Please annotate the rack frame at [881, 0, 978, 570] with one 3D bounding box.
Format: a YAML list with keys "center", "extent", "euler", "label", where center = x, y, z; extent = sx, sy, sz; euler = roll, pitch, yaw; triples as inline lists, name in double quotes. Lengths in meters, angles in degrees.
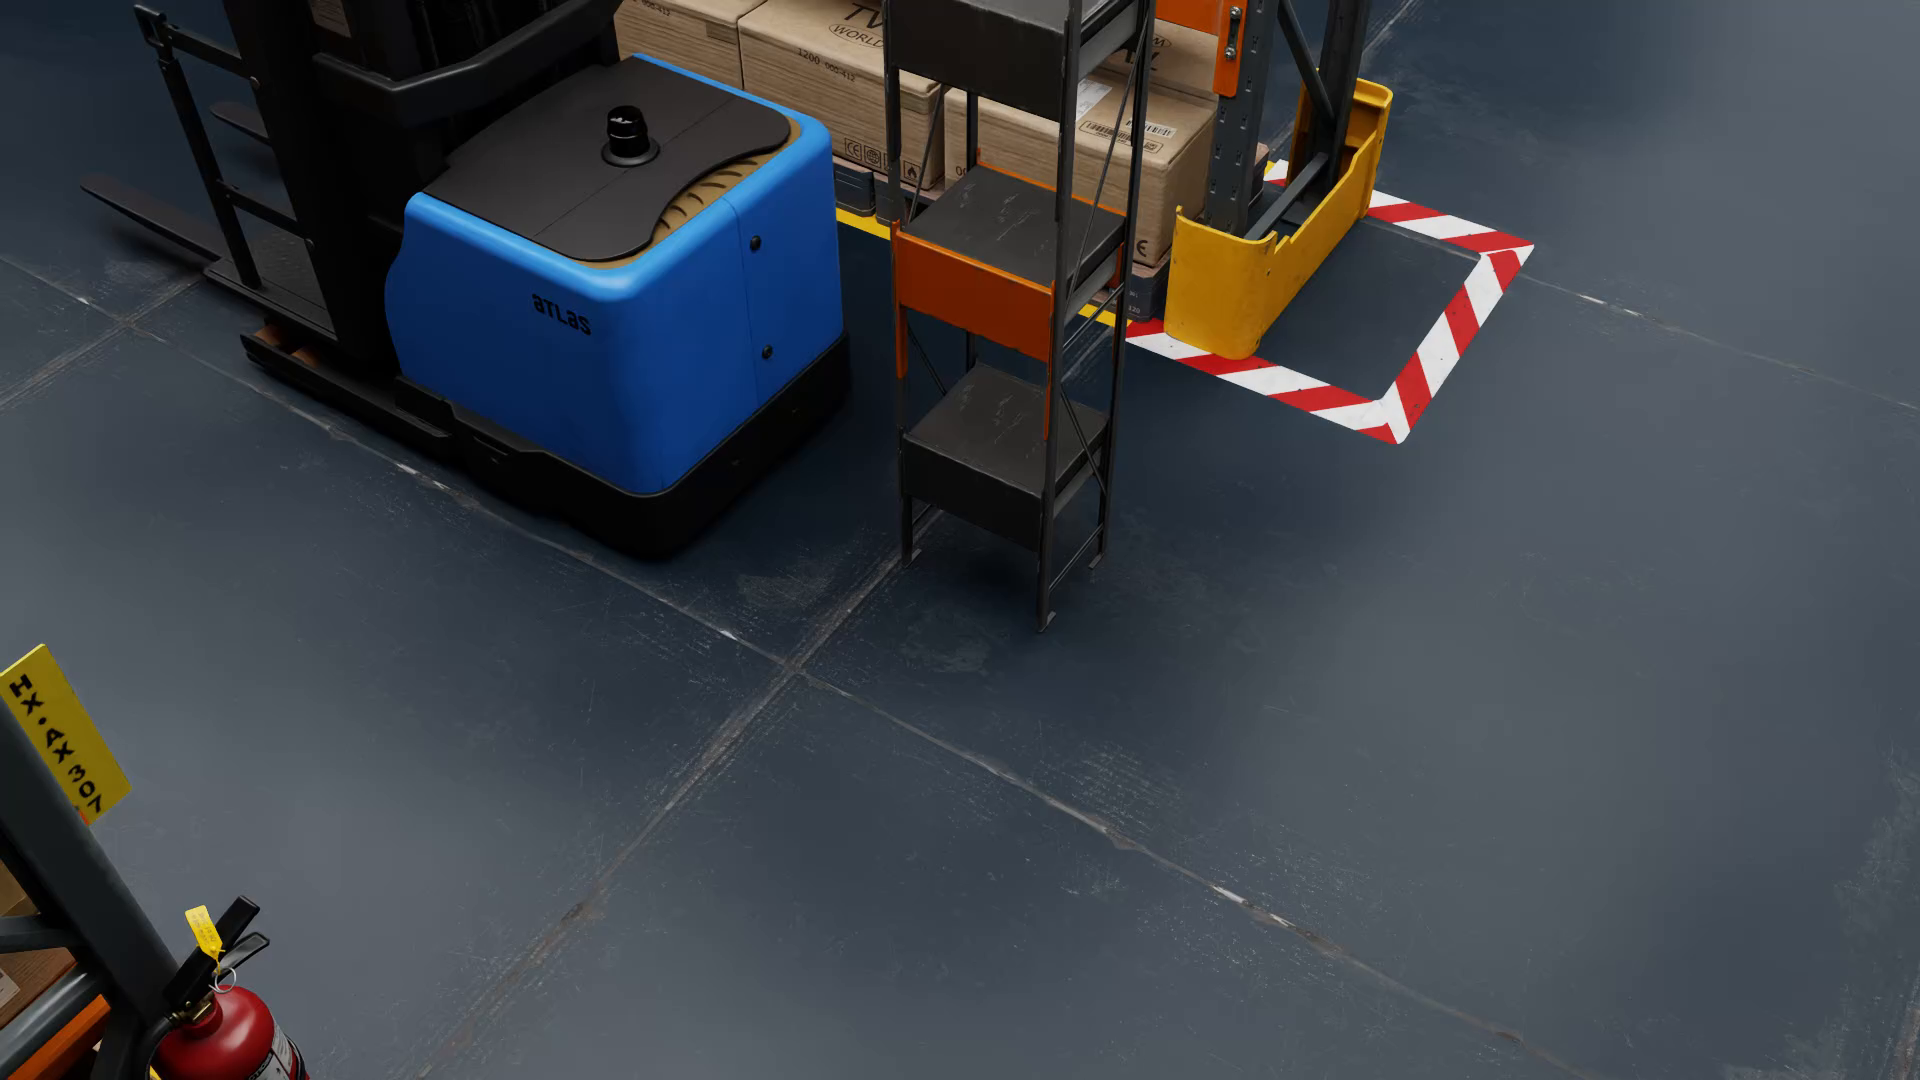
- center: [-0.066, -0.762, 4.526]
  extent: [0.015, 2.100, 0.400]
  euler: [25, 51, 22]
  label: "rack frame"

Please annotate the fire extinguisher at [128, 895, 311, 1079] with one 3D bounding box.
- center: [-1.156, 0.844, 2.652]
  extent: [0.183, 0.674, 0.296]
  euler: [25, 51, 22]
  label: "fire extinguisher"

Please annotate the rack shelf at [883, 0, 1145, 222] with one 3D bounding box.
- center: [0.139, -1.146, 3.942]
  extent: [0.480, 0.518, 0.431]
  euler: [25, 51, 22]
  label: "rack shelf"

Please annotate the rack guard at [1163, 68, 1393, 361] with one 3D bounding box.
- center: [1.167, -1.209, 6.076]
  extent: [0.348, 0.500, 1.175]
  euler: [25, 51, 22]
  label: "rack guard"

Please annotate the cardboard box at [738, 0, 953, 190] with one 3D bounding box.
- center: [-0.237, -1.887, 6.486]
  extent: [0.875, 0.438, 0.875]
  euler: [26, 51, 23]
  label: "cardboard box"

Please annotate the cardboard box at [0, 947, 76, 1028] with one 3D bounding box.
- center: [-1.658, 0.704, 2.650]
  extent: [0.250, 0.149, 0.380]
  euler: [24, 51, 22]
  label: "cardboard box"

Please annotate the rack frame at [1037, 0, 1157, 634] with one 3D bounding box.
- center: [0.345, -0.573, 4.343]
  extent: [0.015, 2.100, 0.400]
  euler: [25, 51, 22]
  label: "rack frame"

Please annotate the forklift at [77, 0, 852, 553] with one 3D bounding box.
- center: [-1.879, -1.817, 4.972]
  extent: [3.031, 2.935, 1.130]
  euler: [26, 51, 23]
  label: "forklift"

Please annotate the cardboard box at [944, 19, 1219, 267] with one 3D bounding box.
- center: [0.538, -1.538, 6.146]
  extent: [0.875, 0.438, 0.875]
  euler: [23, 50, 21]
  label: "cardboard box"

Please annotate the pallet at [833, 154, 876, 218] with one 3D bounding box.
- center: [-0.591, -1.852, 6.903]
  extent: [1.213, 0.211, 1.003]
  euler: [25, 51, 22]
  label: "pallet"

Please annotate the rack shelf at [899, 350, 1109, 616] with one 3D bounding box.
- center: [0.139, -0.170, 4.946]
  extent: [0.480, 0.518, 0.431]
  euler: [25, 51, 22]
  label: "rack shelf"

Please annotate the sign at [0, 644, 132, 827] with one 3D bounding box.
- center: [-1.237, 0.280, 2.283]
  extent: [0.005, 0.325, 0.100]
  euler: [25, 51, 22]
  label: "sign"

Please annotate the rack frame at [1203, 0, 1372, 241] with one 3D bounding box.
- center: [1.147, -2.089, 5.188]
  extent: [0.127, 3.000, 1.000]
  euler: [25, 51, 22]
  label: "rack frame"

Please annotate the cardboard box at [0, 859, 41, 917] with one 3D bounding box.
- center: [-1.766, 0.519, 2.551]
  extent: [0.500, 0.250, 0.500]
  euler: [25, 51, 22]
  label: "cardboard box"

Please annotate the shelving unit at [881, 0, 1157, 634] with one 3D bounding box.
- center: [0.139, -0.668, 4.435]
  extent: [0.503, 2.100, 0.431]
  euler: [25, 51, 22]
  label: "shelving unit"

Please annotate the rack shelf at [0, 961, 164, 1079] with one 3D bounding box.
- center: [-3.213, 0.385, 3.286]
  extent: [4.000, 0.370, 1.077]
  euler: [25, 51, 22]
  label: "rack shelf"

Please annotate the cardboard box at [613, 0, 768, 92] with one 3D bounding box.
- center: [-0.995, -2.237, 6.826]
  extent: [0.875, 0.438, 0.875]
  euler: [23, 50, 21]
  label: "cardboard box"

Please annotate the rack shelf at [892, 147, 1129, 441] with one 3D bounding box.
- center: [0.139, -0.658, 4.444]
  extent: [0.480, 0.518, 0.431]
  euler: [25, 51, 22]
  label: "rack shelf"

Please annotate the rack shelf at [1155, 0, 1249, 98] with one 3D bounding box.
- center: [-0.536, -2.613, 6.199]
  extent: [4.000, 0.370, 1.077]
  euler: [25, 51, 22]
  label: "rack shelf"

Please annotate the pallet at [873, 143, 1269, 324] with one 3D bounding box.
- center: [0.432, -1.379, 6.443]
  extent: [1.213, 0.211, 1.003]
  euler: [25, 51, 22]
  label: "pallet"

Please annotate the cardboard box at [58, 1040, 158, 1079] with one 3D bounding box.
- center: [-1.993, 1.339, 3.306]
  extent: [0.637, 0.503, 0.797]
  euler: [23, 50, 21]
  label: "cardboard box"
